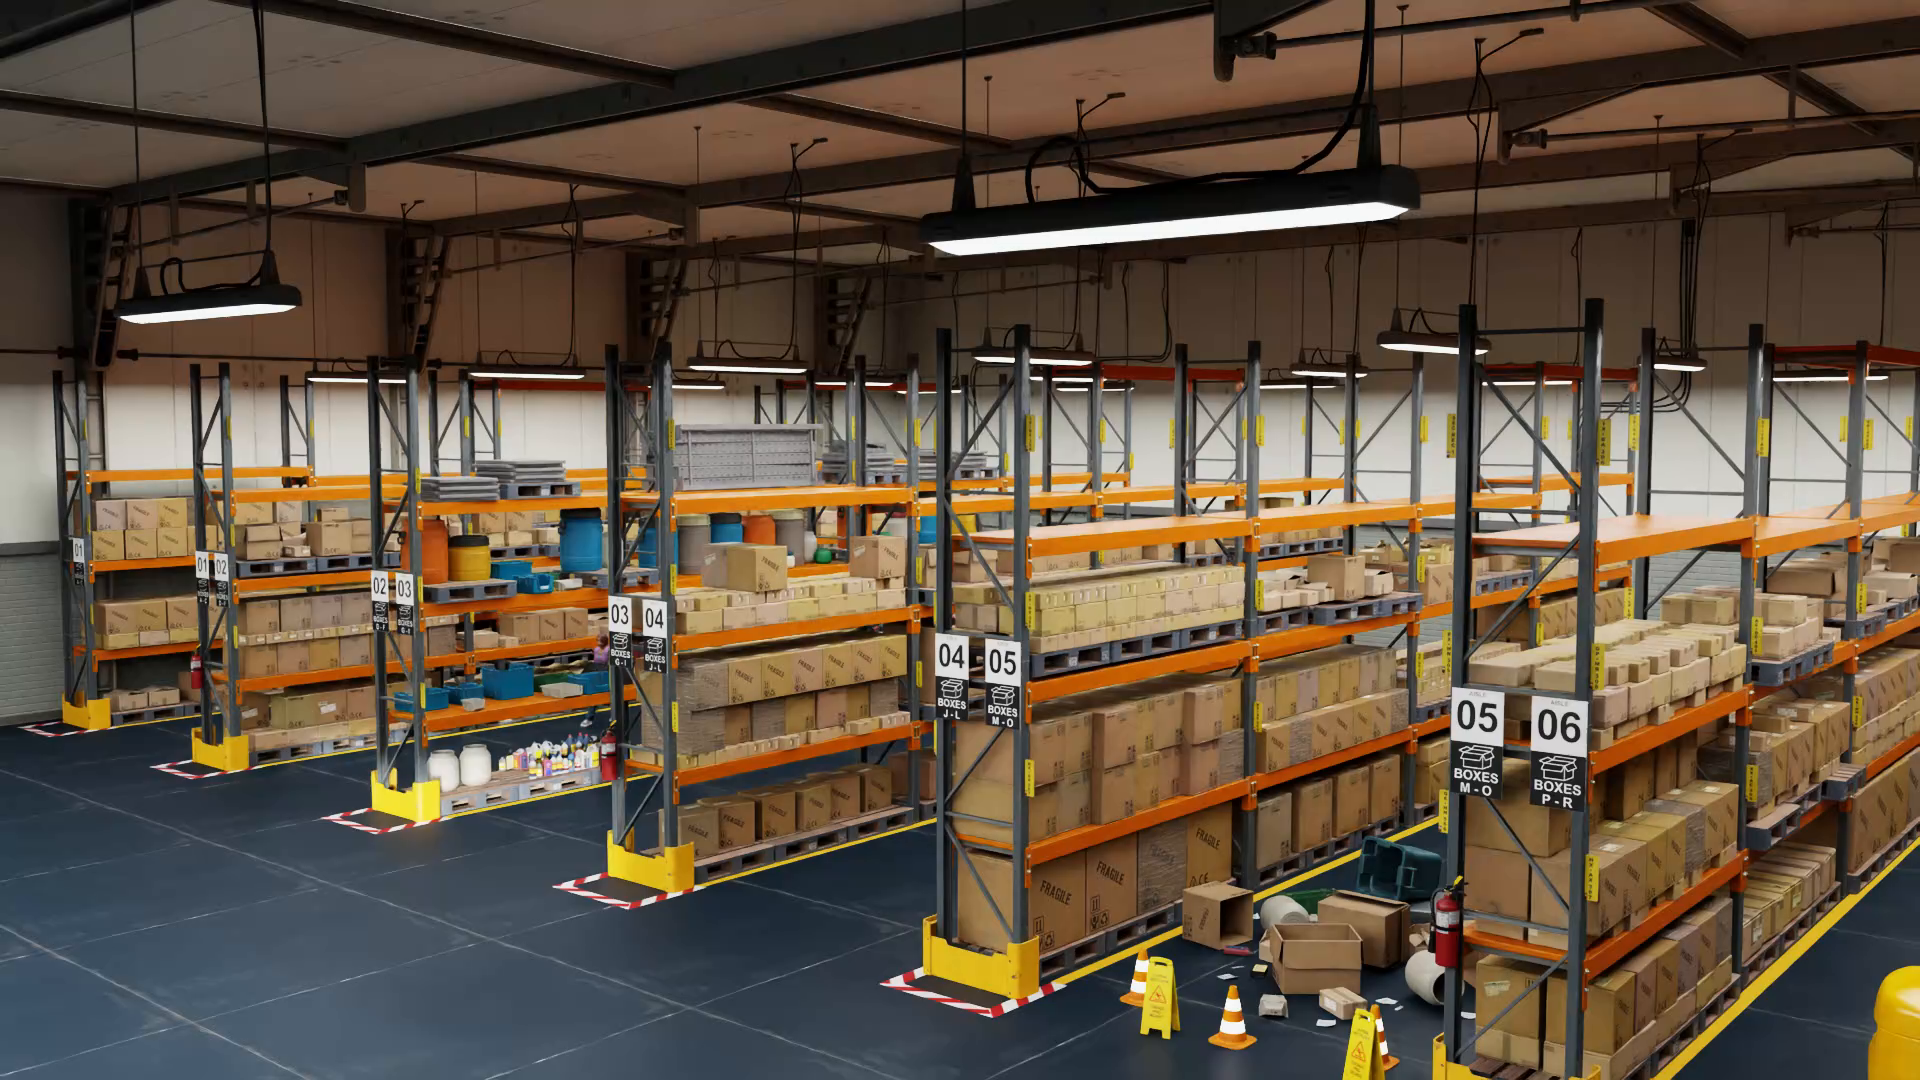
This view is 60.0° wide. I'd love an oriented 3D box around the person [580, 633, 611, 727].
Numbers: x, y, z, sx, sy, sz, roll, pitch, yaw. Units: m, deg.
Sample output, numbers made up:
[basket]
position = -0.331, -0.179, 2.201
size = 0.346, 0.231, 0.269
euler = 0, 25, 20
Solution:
[person]
position = -6.047, 2.340, 28.097
size = 0.437, 1.545, 0.920
euler = 1, 4, 13
